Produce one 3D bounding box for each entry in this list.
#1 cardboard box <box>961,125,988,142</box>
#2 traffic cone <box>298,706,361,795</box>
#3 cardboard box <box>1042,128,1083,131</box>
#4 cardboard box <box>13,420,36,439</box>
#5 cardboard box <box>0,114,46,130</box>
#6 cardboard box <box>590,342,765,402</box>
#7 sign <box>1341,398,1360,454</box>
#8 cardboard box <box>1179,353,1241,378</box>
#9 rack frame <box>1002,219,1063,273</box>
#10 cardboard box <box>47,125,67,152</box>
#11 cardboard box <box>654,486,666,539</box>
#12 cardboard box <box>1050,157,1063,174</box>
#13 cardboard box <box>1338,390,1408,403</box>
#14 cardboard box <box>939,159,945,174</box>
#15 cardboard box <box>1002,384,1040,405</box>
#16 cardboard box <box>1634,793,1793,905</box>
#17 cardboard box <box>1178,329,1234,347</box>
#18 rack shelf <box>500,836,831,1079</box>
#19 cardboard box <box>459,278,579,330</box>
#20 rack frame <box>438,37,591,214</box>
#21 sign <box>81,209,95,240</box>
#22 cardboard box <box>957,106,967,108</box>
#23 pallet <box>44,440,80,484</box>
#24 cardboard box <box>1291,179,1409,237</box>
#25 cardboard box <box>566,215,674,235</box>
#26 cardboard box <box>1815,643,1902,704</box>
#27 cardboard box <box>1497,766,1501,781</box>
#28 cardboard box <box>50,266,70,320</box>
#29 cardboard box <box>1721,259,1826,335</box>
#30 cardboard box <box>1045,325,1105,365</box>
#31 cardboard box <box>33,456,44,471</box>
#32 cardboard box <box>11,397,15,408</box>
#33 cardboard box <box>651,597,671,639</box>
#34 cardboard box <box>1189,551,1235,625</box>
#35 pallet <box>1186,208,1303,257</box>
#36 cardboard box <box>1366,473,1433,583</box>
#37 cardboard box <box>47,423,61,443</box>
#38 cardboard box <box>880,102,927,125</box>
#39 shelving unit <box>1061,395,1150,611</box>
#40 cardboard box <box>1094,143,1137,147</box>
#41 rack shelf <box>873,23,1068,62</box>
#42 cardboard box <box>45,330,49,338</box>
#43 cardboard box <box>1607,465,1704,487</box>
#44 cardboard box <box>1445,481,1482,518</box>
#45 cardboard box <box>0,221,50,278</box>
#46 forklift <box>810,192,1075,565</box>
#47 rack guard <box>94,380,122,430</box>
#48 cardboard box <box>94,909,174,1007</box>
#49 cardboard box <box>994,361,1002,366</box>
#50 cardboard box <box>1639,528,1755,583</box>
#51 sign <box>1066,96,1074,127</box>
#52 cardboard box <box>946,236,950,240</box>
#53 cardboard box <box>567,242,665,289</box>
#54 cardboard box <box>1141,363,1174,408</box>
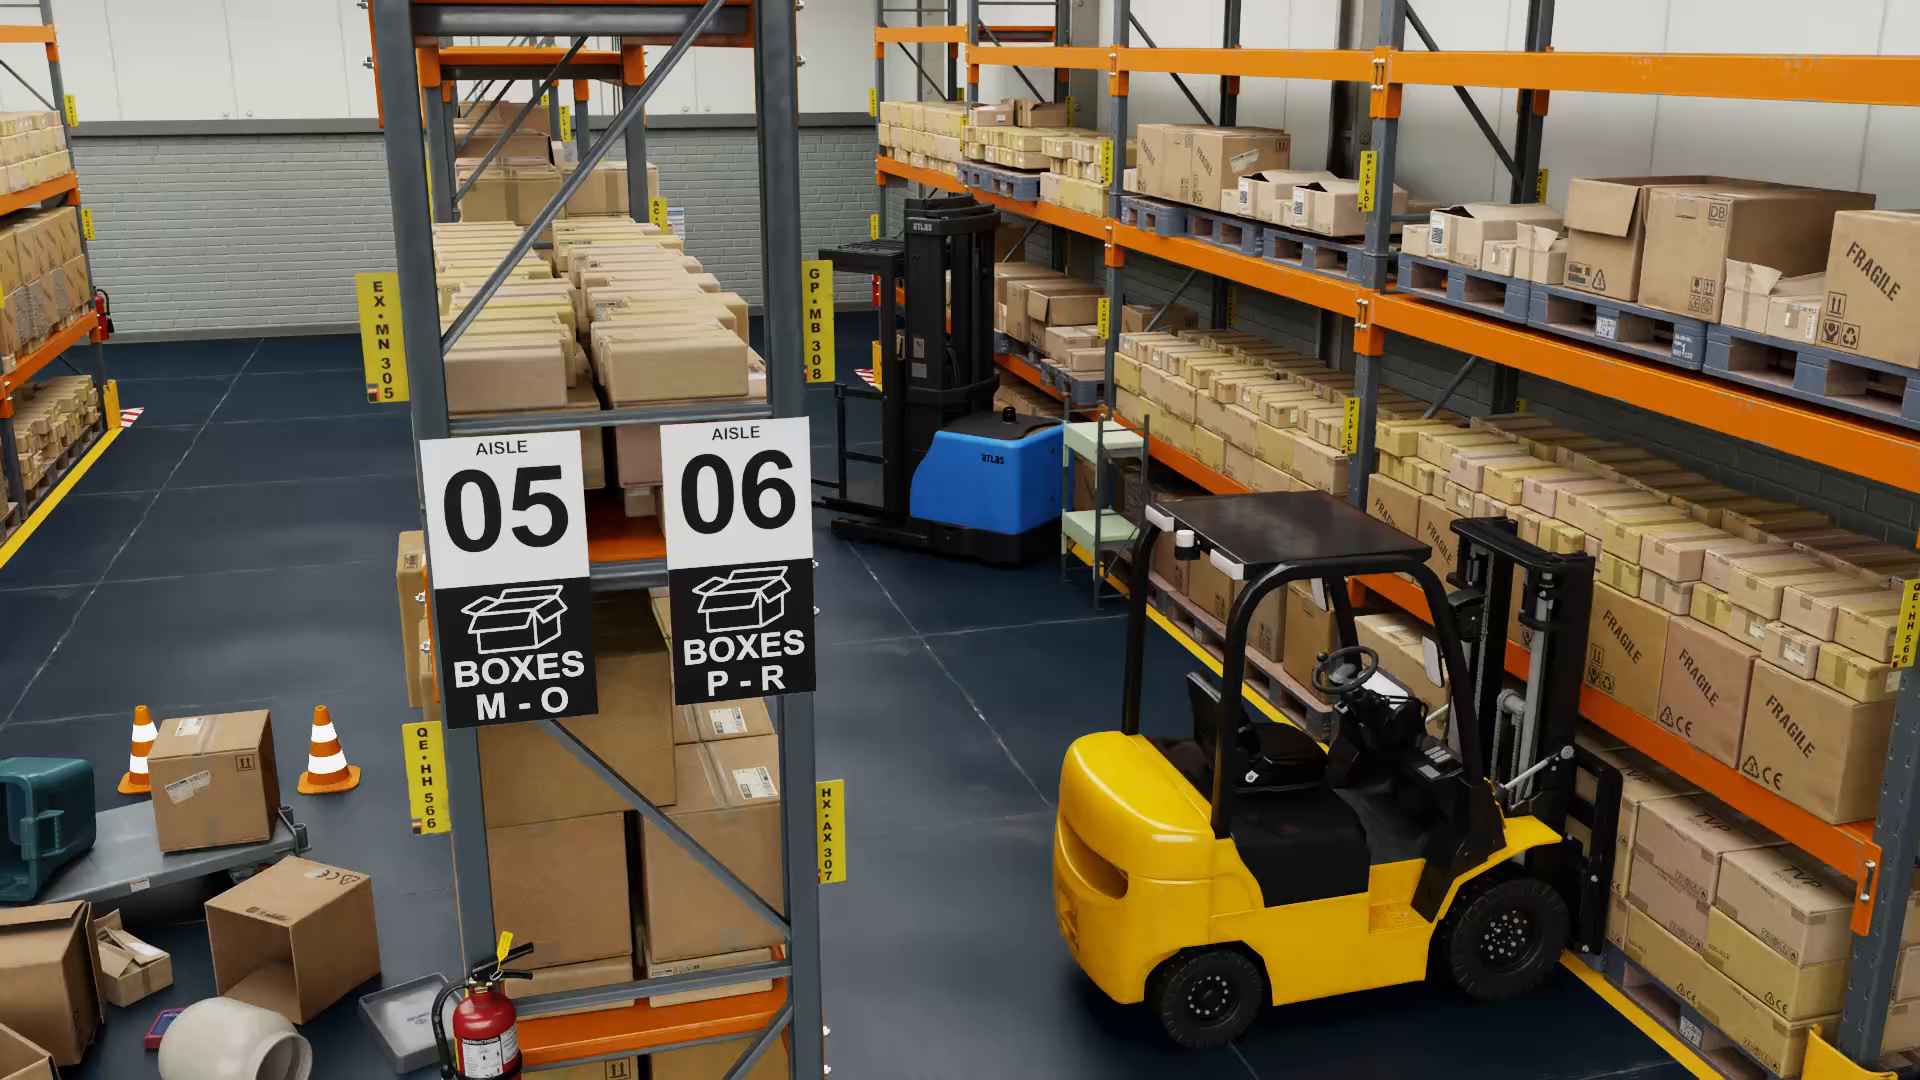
[{"bbox_3d":[0.225,-3.988,16.315,0.380,0.149,0.250,-4,17,-14],"label":"cardboard box"},{"bbox_3d":[-3.695,1.192,9.681,0.336,0.463,0.334,-5,17,-15],"label":"traffic cone"},{"bbox_3d":[0.991,-3.821,15.759,0.380,0.149,0.250,-4,17,-14],"label":"cardboard box"},{"bbox_3d":[-9.063,-1.034,15.872,0.380,0.149,0.250,-5,17,-17],"label":"cardboard box"},{"bbox_3d":[-9.442,-4.206,16.725,0.380,0.149,0.250,-4,17,-14],"label":"cardboard box"},{"bbox_3d":[-0.920,-0.492,5.405,0.500,0.250,0.500,-5,17,-16],"label":"cardboard box"},{"bbox_3d":[2.244,-0.655,9.545,0.100,0.325,0.005,-5,17,-15],"label":"sign"},{"bbox_3d":[1.820,-1.257,12.120,0.380,0.149,0.250,-5,17,-15],"label":"cardboard box"},{"bbox_3d":[0.565,-2.397,17.219,1.000,3.000,0.127,-5,17,-15],"label":"rack frame"},{"bbox_3d":[-9.666,-4.188,17.357,0.500,0.250,0.500,-5,18,-17],"label":"cardboard box"},{"bbox_3d":[-0.688,-0.118,4.854,0.380,0.149,0.250,-5,17,-15],"label":"cardboard box"},{"bbox_3d":[1.007,-3.284,14.523,0.380,0.149,0.250,-4,17,-14],"label":"cardboard box"},{"bbox_3d":[2.692,-0.874,10.845,0.380,0.149,0.250,-5,17,-16],"label":"cardboard box"},{"bbox_3d":[-0.011,-4.001,17.780,0.380,0.149,0.250,-5,17,-15],"label":"cardboard box"},{"bbox_3d":[0.639,-1.451,16.556,0.380,0.149,0.250,-6,18,-18],"label":"cardboard box"},{"bbox_3d":[3.290,1.315,7.171,0.500,0.250,0.500,-4,17,-14],"label":"cardboard box"},{"bbox_3d":[1.948,-1.575,13.181,0.380,0.149,0.250,-4,17,-13],"label":"cardboard box"},{"bbox_3d":[-1.459,1.107,6.804,1.077,0.370,4.000,-5,17,-15],"label":"rack shelf"},{"bbox_3d":[-1.535,-0.813,5.782,0.380,0.149,0.250,-5,17,-17],"label":"cardboard box"},{"bbox_3d":[-3.108,-3.771,11.363,1.000,3.000,0.127,-5,17,-15],"label":"rack frame"},{"bbox_3d":[-9.499,-3.435,18.112,0.100,0.325,0.005,-5,17,-15],"label":"sign"},{"bbox_3d":[0.261,-4.723,18.623,0.500,0.250,0.500,-5,17,-15],"label":"cardboard box"},{"bbox_3d":[-9.496,-0.770,16.649,1.003,0.211,1.213,-5,17,-15],"label":"pallet"},{"bbox_3d":[2.330,-2.008,9.961,0.500,0.311,0.500,-5,18,-17],"label":"cardboard box"},{"bbox_3d":[-1.783,-1.550,8.715,0.500,0.250,0.500,-5,17,-17],"label":"cardboard box"},{"bbox_3d":[3.498,0.490,6.306,0.380,0.149,0.250,-4,17,-14],"label":"cardboard box"},{"bbox_3d":[3.005,1.269,8.194,0.500,0.250,0.500,-5,17,-15],"label":"cardboard box"},{"bbox_3d":[-9.382,-2.495,16.853,0.500,0.500,0.500,-5,17,-15],"label":"cardboard box"},{"bbox_3d":[3.273,-0.975,6.598,0.396,0.266,0.258,-5,17,-15],"label":"cardboard box"},{"bbox_3d":[1.063,-1.686,14.383,0.500,0.250,0.500,-6,18,-18],"label":"cardboard box"},{"bbox_3d":[-8.921,-0.685,15.743,0.380,0.149,0.250,-5,17,-16],"label":"cardboard box"},{"bbox_3d":[-9.868,-1.354,16.936,0.380,0.149,0.250,-4,17,-13],"label":"cardboard box"},{"bbox_3d":[-1.207,0.548,6.722,0.500,0.500,0.500,-5,17,-16],"label":"cardboard box"},{"bbox_3d":[2.195,0.185,12.019,0.875,0.625,0.625,-5,18,-18],"label":"cardboard box"},{"bbox_3d":[2.247,-2.147,11.501,1.003,0.211,1.213,-4,17,-13],"label":"pallet"},{"bbox_3d":[2.634,-0.089,9.360,0.500,0.500,0.500,-5,17,-17],"label":"cardboard box"},{"bbox_3d":[-9.121,-1.043,16.420,0.380,0.149,0.250,-5,17,-16],"label":"cardboard box"},{"bbox_3d":[-0.654,-5.108,19.903,0.500,0.250,0.500,-5,17,-16],"label":"cardboard box"},{"bbox_3d":[1.107,-0.297,12.835,0.431,1.500,0.755,-5,17,-16],"label":"shelving unit"},{"bbox_3d":[1.314,-3.142,13.534,0.380,0.149,0.250,-5,18,-17],"label":"cardboard box"},{"bbox_3d":[0.015,-5.478,18.301,1.077,0.370,4.000,-5,17,-15],"label":"rack shelf"},{"bbox_3d":[-9.318,-2.067,16.557,0.380,0.149,0.250,-4,17,-14],"label":"cardboard box"},{"bbox_3d":[3.462,-0.264,8.299,0.380,0.149,0.250,-5,17,-16],"label":"cardboard box"},{"bbox_3d":[2.766,-0.219,8.664,0.380,0.149,0.250,-4,17,-14],"label":"cardboard box"},{"bbox_3d":[-9.234,-2.824,16.210,0.500,0.500,0.500,-5,18,-17],"label":"cardboard box"},{"bbox_3d":[-0.521,-1.503,14.360,3.031,2.935,1.130,11,20,32],"label":"forklift"},{"bbox_3d":[-10.017,-1.473,18.486,1.175,0.500,0.348,-5,17,-15],"label":"rack guard"},{"bbox_3d":[-3.848,1.913,7.620,0.396,0.266,0.258,11,20,32],"label":"cardboard box"},{"bbox_3d":[0.466,-1.739,16.998,0.380,0.149,0.250,-5,17,-16],"label":"cardboard box"},{"bbox_3d":[3.191,0.065,7.205,0.380,0.149,0.250,-4,17,-14],"label":"cardboard box"},{"bbox_3d":[1.097,-4.315,16.806,0.100,0.325,0.005,-5,17,-15],"label":"sign"},{"bbox_3d":[-0.256,-3.372,18.903,0.500,0.500,0.500,-4,17,-14],"label":"cardboard box"},{"bbox_3d":[-1.410,-1.132,6.842,0.380,0.149,0.250,-5,17,-16],"label":"cardboard box"},{"bbox_3d":[1.688,-1.178,12.551,0.500,0.250,0.500,-4,17,-14],"label":"cardboard box"}]
